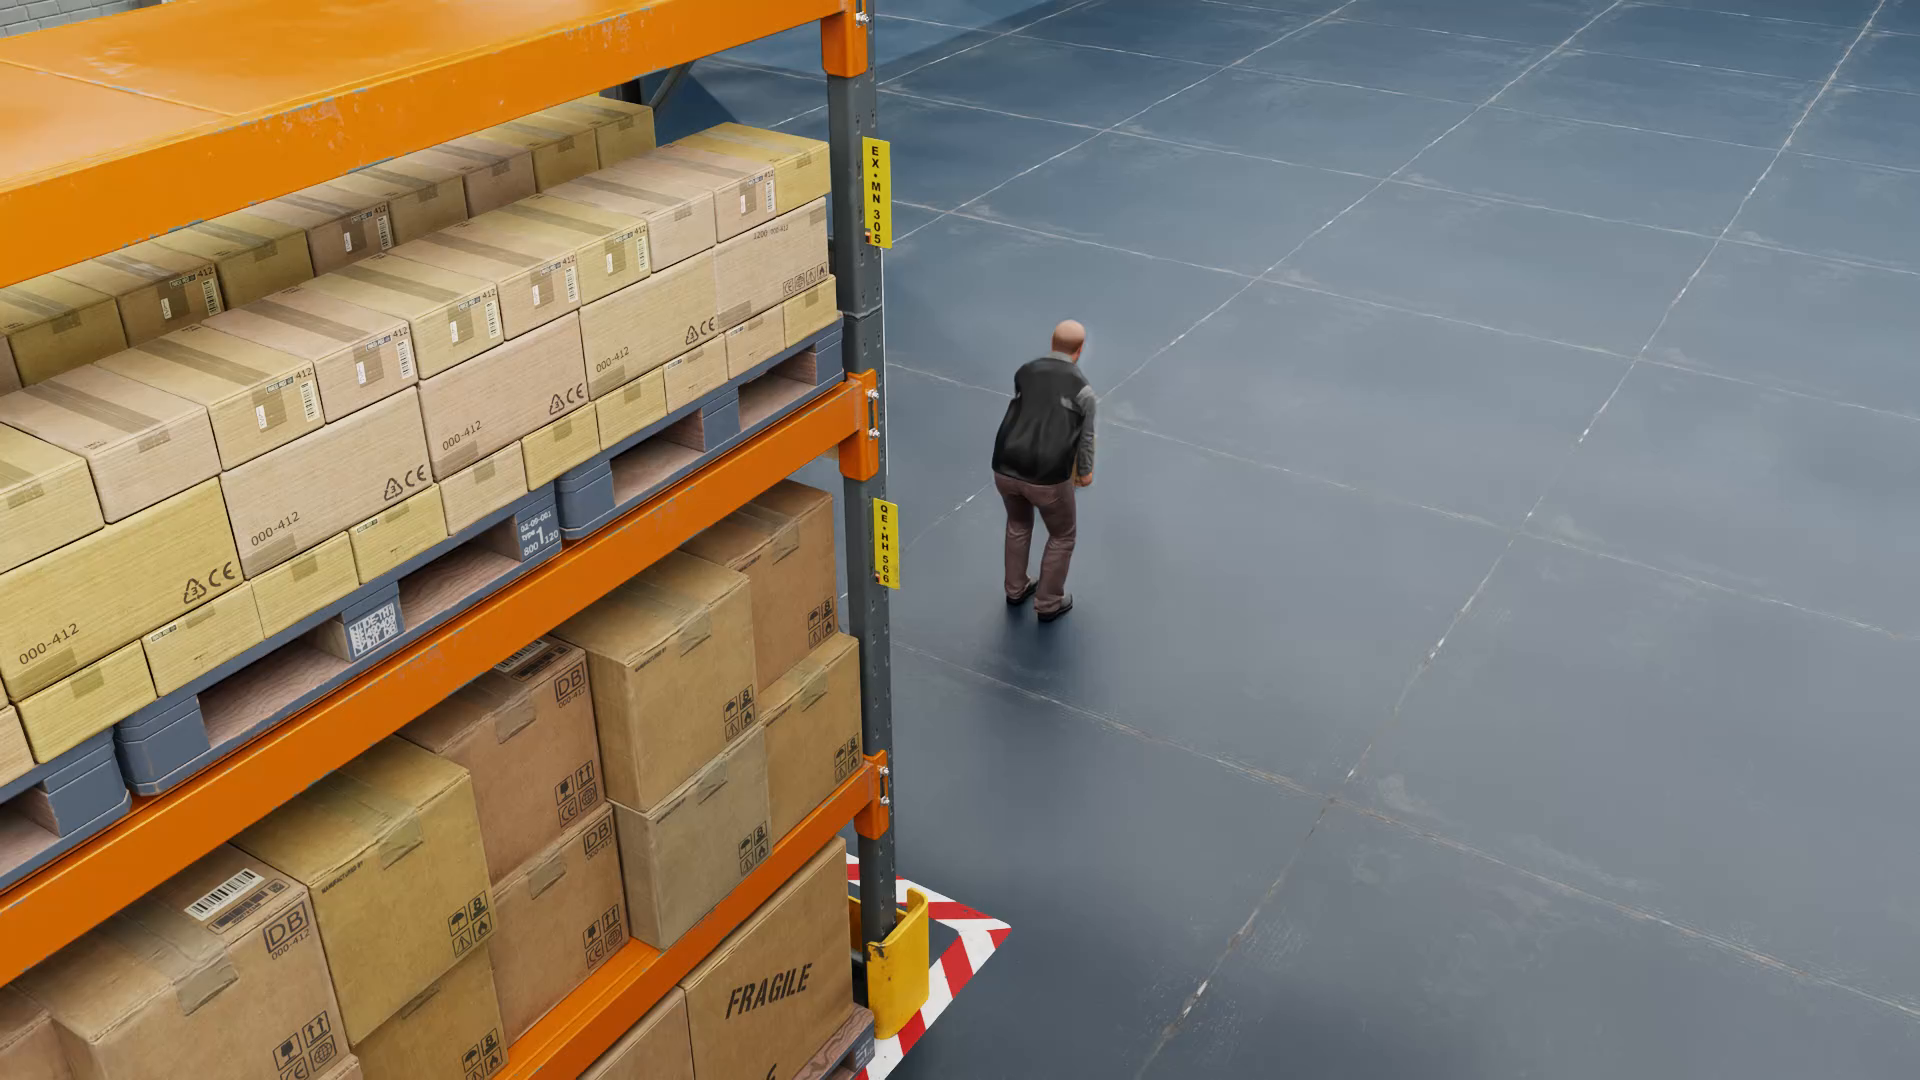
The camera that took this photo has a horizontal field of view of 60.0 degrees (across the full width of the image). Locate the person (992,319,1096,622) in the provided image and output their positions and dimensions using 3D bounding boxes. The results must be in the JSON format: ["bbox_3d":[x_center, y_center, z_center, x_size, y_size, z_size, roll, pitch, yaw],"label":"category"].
[{"bbox_3d":[0.467,-0.374,9.005,0.474,1.576,0.678,17,34,26],"label":"person"}]
